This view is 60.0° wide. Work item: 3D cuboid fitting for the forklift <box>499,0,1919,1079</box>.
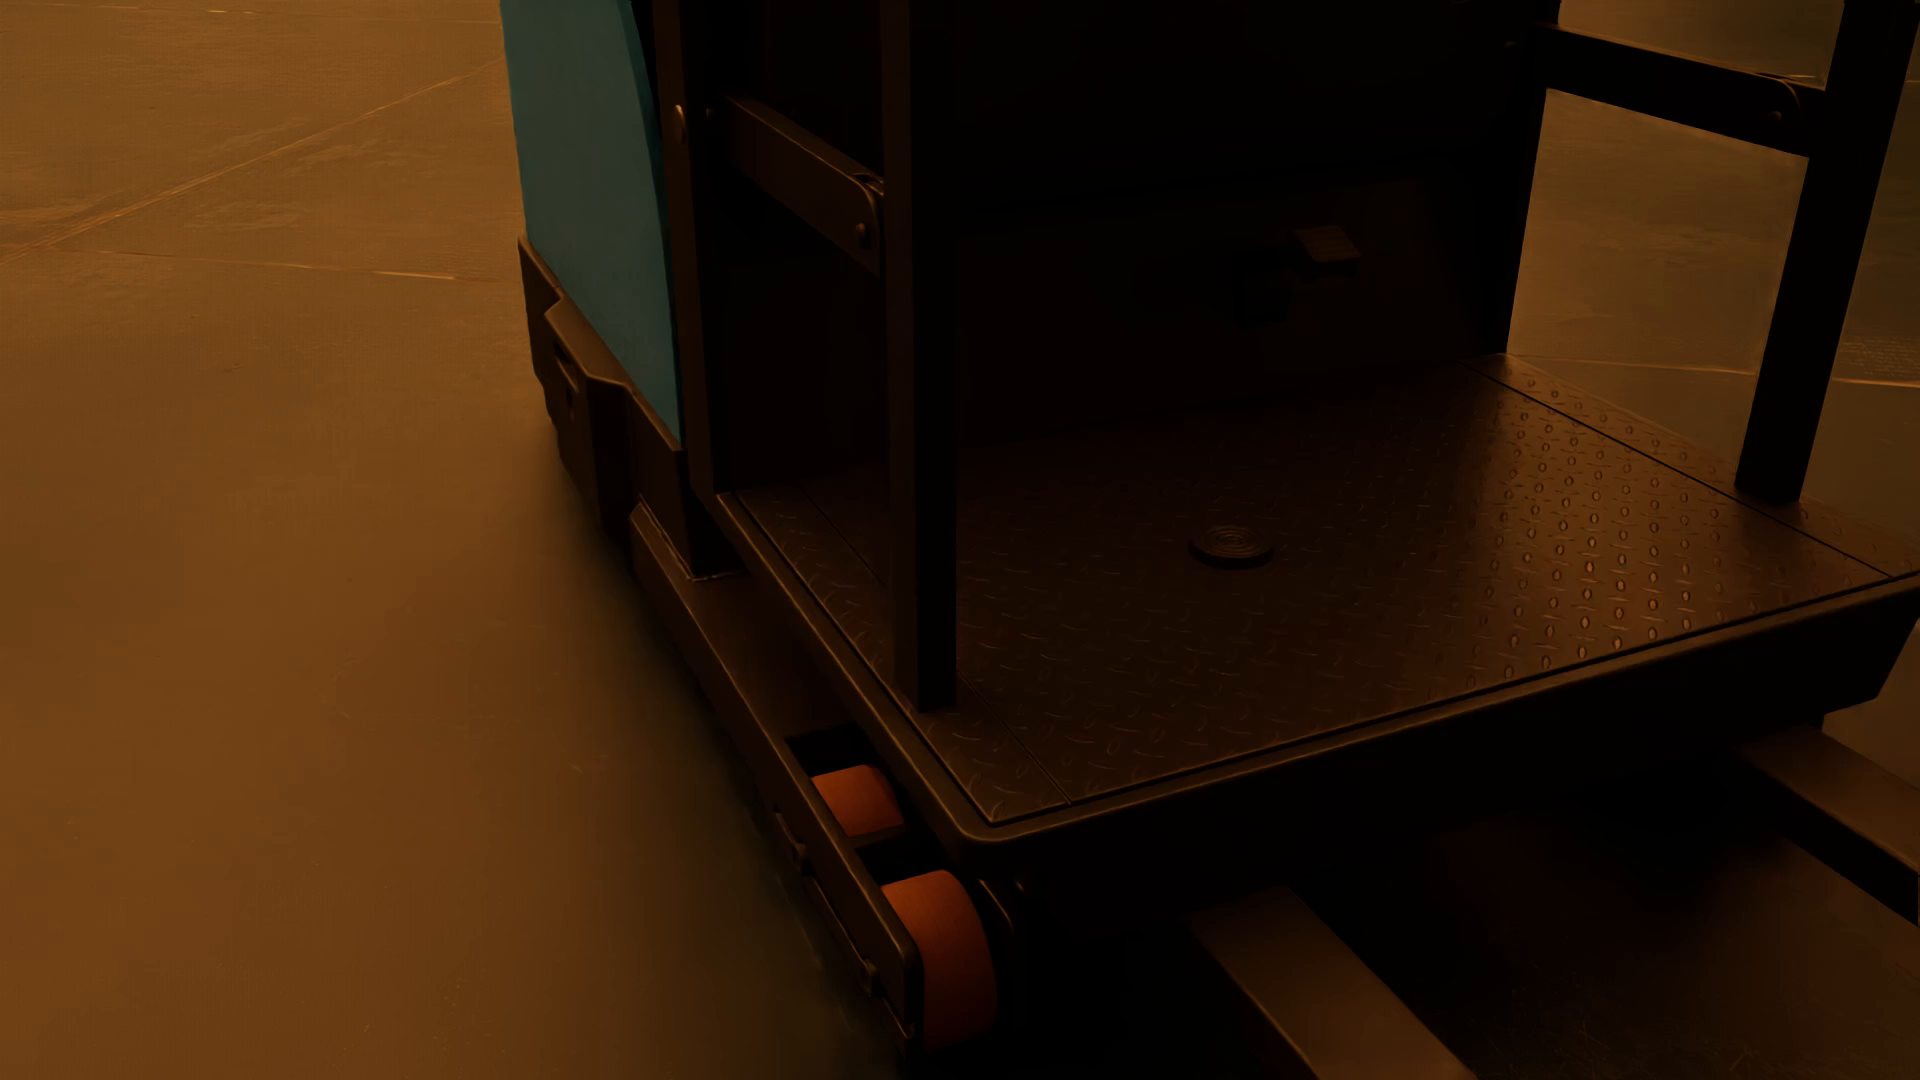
[{"bbox_3d":[0.311,-1.053,1.334,1.130,2.935,3.031,-11,29,-21],"label":"forklift"}]
